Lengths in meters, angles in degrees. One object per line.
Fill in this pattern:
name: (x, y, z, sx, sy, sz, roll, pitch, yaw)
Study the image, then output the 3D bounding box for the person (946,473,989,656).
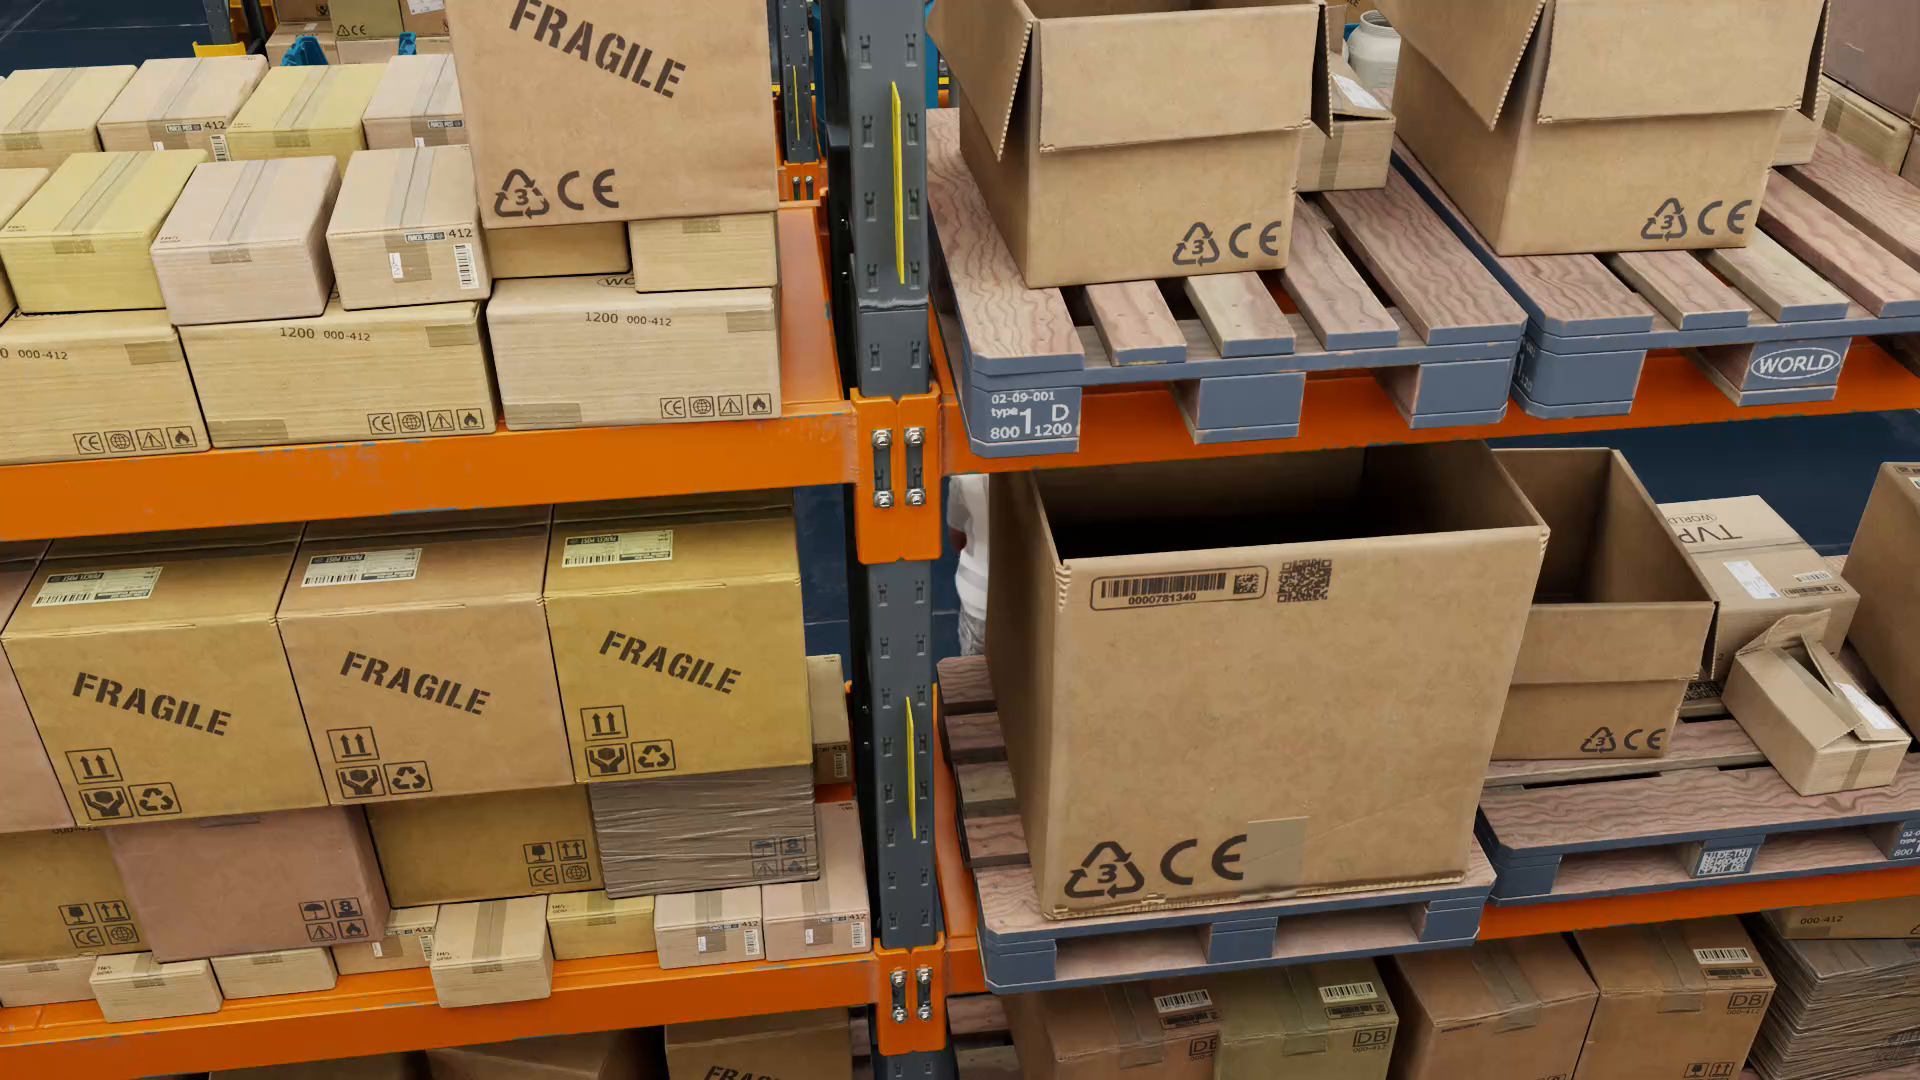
person: (0.244, 0.169, 5.833, 0.577, 1.793, 0.480, 2, 35, 3)
